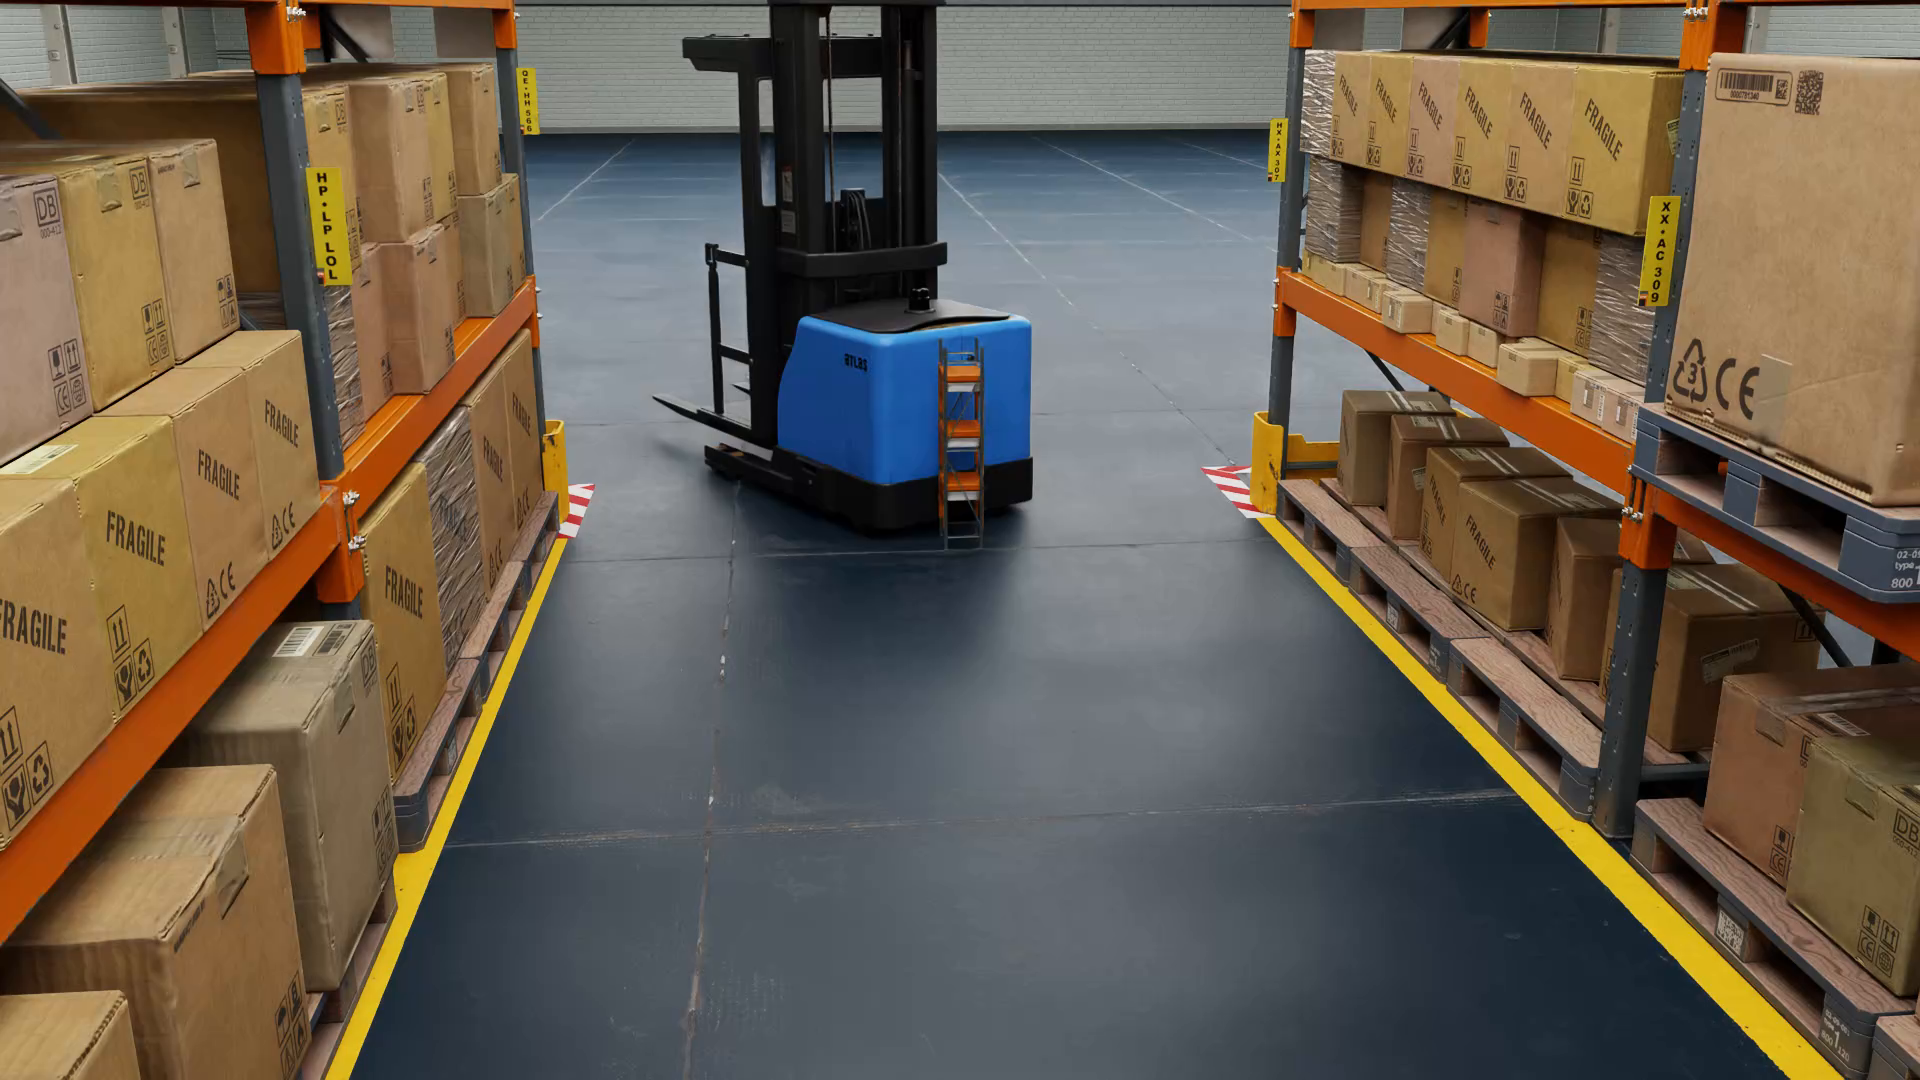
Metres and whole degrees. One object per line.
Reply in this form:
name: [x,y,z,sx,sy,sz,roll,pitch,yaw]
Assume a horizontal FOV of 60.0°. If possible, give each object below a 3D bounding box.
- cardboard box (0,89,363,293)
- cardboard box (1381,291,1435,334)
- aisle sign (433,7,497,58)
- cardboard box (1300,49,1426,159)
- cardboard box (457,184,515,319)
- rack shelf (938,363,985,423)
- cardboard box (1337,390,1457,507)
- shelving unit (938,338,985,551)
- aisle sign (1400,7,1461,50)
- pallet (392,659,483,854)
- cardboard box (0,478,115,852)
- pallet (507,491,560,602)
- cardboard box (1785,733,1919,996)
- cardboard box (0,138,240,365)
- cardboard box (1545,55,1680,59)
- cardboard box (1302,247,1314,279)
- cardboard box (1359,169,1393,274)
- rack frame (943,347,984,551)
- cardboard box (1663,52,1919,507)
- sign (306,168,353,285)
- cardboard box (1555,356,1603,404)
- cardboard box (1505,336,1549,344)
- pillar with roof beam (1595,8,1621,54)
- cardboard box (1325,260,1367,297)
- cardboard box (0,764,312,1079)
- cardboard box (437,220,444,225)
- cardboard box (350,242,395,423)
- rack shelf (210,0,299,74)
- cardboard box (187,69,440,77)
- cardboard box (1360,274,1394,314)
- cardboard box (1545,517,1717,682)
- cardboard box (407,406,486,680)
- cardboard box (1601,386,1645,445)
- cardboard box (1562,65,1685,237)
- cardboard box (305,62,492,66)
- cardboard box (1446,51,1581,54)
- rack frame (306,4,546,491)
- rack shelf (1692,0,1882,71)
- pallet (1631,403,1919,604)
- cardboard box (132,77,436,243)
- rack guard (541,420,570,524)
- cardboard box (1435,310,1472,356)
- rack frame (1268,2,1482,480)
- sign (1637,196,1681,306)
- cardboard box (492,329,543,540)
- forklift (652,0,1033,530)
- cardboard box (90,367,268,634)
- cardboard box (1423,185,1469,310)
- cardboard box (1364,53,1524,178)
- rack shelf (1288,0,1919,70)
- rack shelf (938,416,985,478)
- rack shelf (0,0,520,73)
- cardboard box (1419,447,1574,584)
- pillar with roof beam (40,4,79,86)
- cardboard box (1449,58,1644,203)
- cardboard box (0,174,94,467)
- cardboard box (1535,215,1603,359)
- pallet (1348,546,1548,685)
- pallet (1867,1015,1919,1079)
cardboard box: [-2.316,-1.042,4.936,0.875,0.550,0.550,-2,18,-6]
cardboard box: [2.070,-0.997,7.266,0.380,0.149,0.250,-2,18,-6]
aisle sign: [-2.434,-2.807,8.271,0.394,0.787,0.004,-2,18,-6]
cardboard box: [2.005,-2.154,8.197,0.500,0.500,0.500,-2,18,-6]
cardboard box: [-2.563,-1.336,7.673,0.875,0.550,0.550,-2,18,-6]
rack shelf: [0.006,-0.746,8.387,0.215,0.259,0.240,-2,18,-6]
cardboard box: [2.267,-0.481,8.673,0.500,0.500,0.500,1,17,5]
shelving unit: [0.006,-0.485,8.469,0.215,1.050,0.252,-2,18,-6]
aisle sign: [2.511,-2.928,8.654,0.394,0.787,0.004,-2,18,-6]
pallet: [-2.313,0.757,5.914,1.003,0.211,1.213,-2,18,-6]
cardboard box: [-1.834,0.207,2.843,0.500,0.500,0.500,-2,18,-6]
pallet: [-2.565,0.030,8.230,1.003,0.211,1.213,-2,18,-6]
cardboard box: [2.704,0.841,4.428,0.700,0.500,0.500,-2,18,-6]
cardboard box: [-2.255,-0.722,4.132,0.700,0.500,0.500,-2,18,-7]
cardboard box: [2.671,-1.723,6.824,0.500,0.500,0.500,-2,18,-6]
cardboard box: [2.011,-1.447,8.699,0.380,0.149,0.250,-2,18,-6]
cardboard box: [2.419,-1.539,7.908,0.875,0.500,0.500,-2,18,-6]
rack frame: [0.018,-0.449,8.353,0.200,1.050,0.008,-2,18,-6]
cardboard box: [2.574,-0.713,4.239,1.000,1.000,1.000,-2,18,-5]
sign: [-1.774,-0.879,4.668,0.100,0.325,0.005,-2,18,-6]
cardboard box: [2.335,-0.554,5.853,0.380,0.149,0.250,-2,18,-6]
cardboard box: [2.303,-0.704,6.330,0.380,0.149,0.250,-2,18,-6]
pillar with roof beam: [10.556,-13.604,36.986,9.100,9.000,0.400,-2,18,-6]
cardboard box: [2.029,-1.297,8.221,0.380,0.149,0.250,-2,18,-6]
cardboard box: [-2.063,0.998,3.545,1.050,0.750,0.750,-2,18,-6]
cardboard box: [-2.534,-1.008,6.630,0.875,0.550,0.500,-2,18,-6]
cardboard box: [-2.441,-0.689,5.613,0.875,0.550,0.550,-2,18,-6]
rack shelf: [-2.106,-0.837,2.528,1.077,0.370,4.000,-2,18,-6]
cardboard box: [-2.654,-1.679,6.965,0.875,0.550,0.550,-2,18,-6]
cardboard box: [2.094,-1.149,7.748,0.380,0.149,0.250,-2,18,-6]
cardboard box: [2.564,0.234,6.397,0.500,0.500,0.500,4,18,12]
cardboard box: [-2.404,0.011,6.481,0.875,0.875,0.875,-2,18,-5]
cardboard box: [2.317,-0.403,5.372,0.380,0.149,0.250,-2,18,-6]
cardboard box: [2.312,-1.260,5.350,0.500,0.500,0.500,-2,18,-6]
cardboard box: [-2.725,-2.011,8.023,0.875,0.550,0.550,-2,18,-6]
cardboard box: [2.579,-2.021,7.774,0.500,0.500,0.500,-2,18,-6]
rack frame: [-2.725,-1.536,8.563,1.000,3.000,0.127,-2,18,-6]
rack shelf: [2.838,-0.960,2.920,1.077,0.370,4.000,-2,18,-6]
pallet: [2.566,-0.144,4.448,1.003,0.211,1.213,-2,18,-6]
cardboard box: [-2.407,-1.368,5.973,0.875,0.550,0.550,-2,18,-6]
rack guard: [-2.727,-0.351,8.960,1.175,0.500,0.348,-2,18,-6]
cardboard box: [2.177,-0.850,6.797,0.380,0.149,0.250,-2,18,-6]
rack frame: [2.219,-1.660,8.955,1.000,3.000,0.127,-2,18,-6]
sign: [2.093,-0.862,4.969,0.100,0.325,0.005,-2,18,-6]
cardboard box: [-2.589,-0.523,8.181,0.875,0.875,0.875,-2,18,-5]
forklift: [-0.873,-1.831,9.616,1.130,2.935,3.031,-12,21,-34]
cardboard box: [-1.940,-0.095,3.804,0.500,0.500,0.500,-2,18,-6]
cardboard box: [2.468,-1.240,6.954,0.875,0.500,0.500,-2,18,-6]
cardboard box: [2.102,-1.856,7.248,0.500,0.500,0.500,-2,18,-6]
rack shelf: [2.425,-2.152,6.716,1.077,0.370,4.000,-2,18,-6]
rack shelf: [0.006,-0.475,8.472,0.215,0.259,0.240,-2,18,-6]
rack shelf: [-2.519,-2.028,6.324,1.077,0.370,4.000,-2,18,-6]
cardboard box: [2.408,-0.117,7.513,0.500,0.500,0.500,0,17,0]
pillar with roof beam: [-11.593,-11.109,29.040,9.100,9.000,0.400,-2,18,-6]
cardboard box: [2.208,-1.558,6.299,0.500,0.500,0.500,-2,18,-6]
cardboard box: [-2.148,-0.418,3.164,0.700,0.500,0.500,-2,18,-5]
cardboard box: [2.630,-0.943,6.011,0.875,0.500,0.500,-2,18,-6]
pallet: [2.398,0.299,7.371,1.003,0.211,1.213,-2,18,-6]
pallet: [2.842,1.459,3.678,1.003,0.211,1.213,-2,18,-6]
